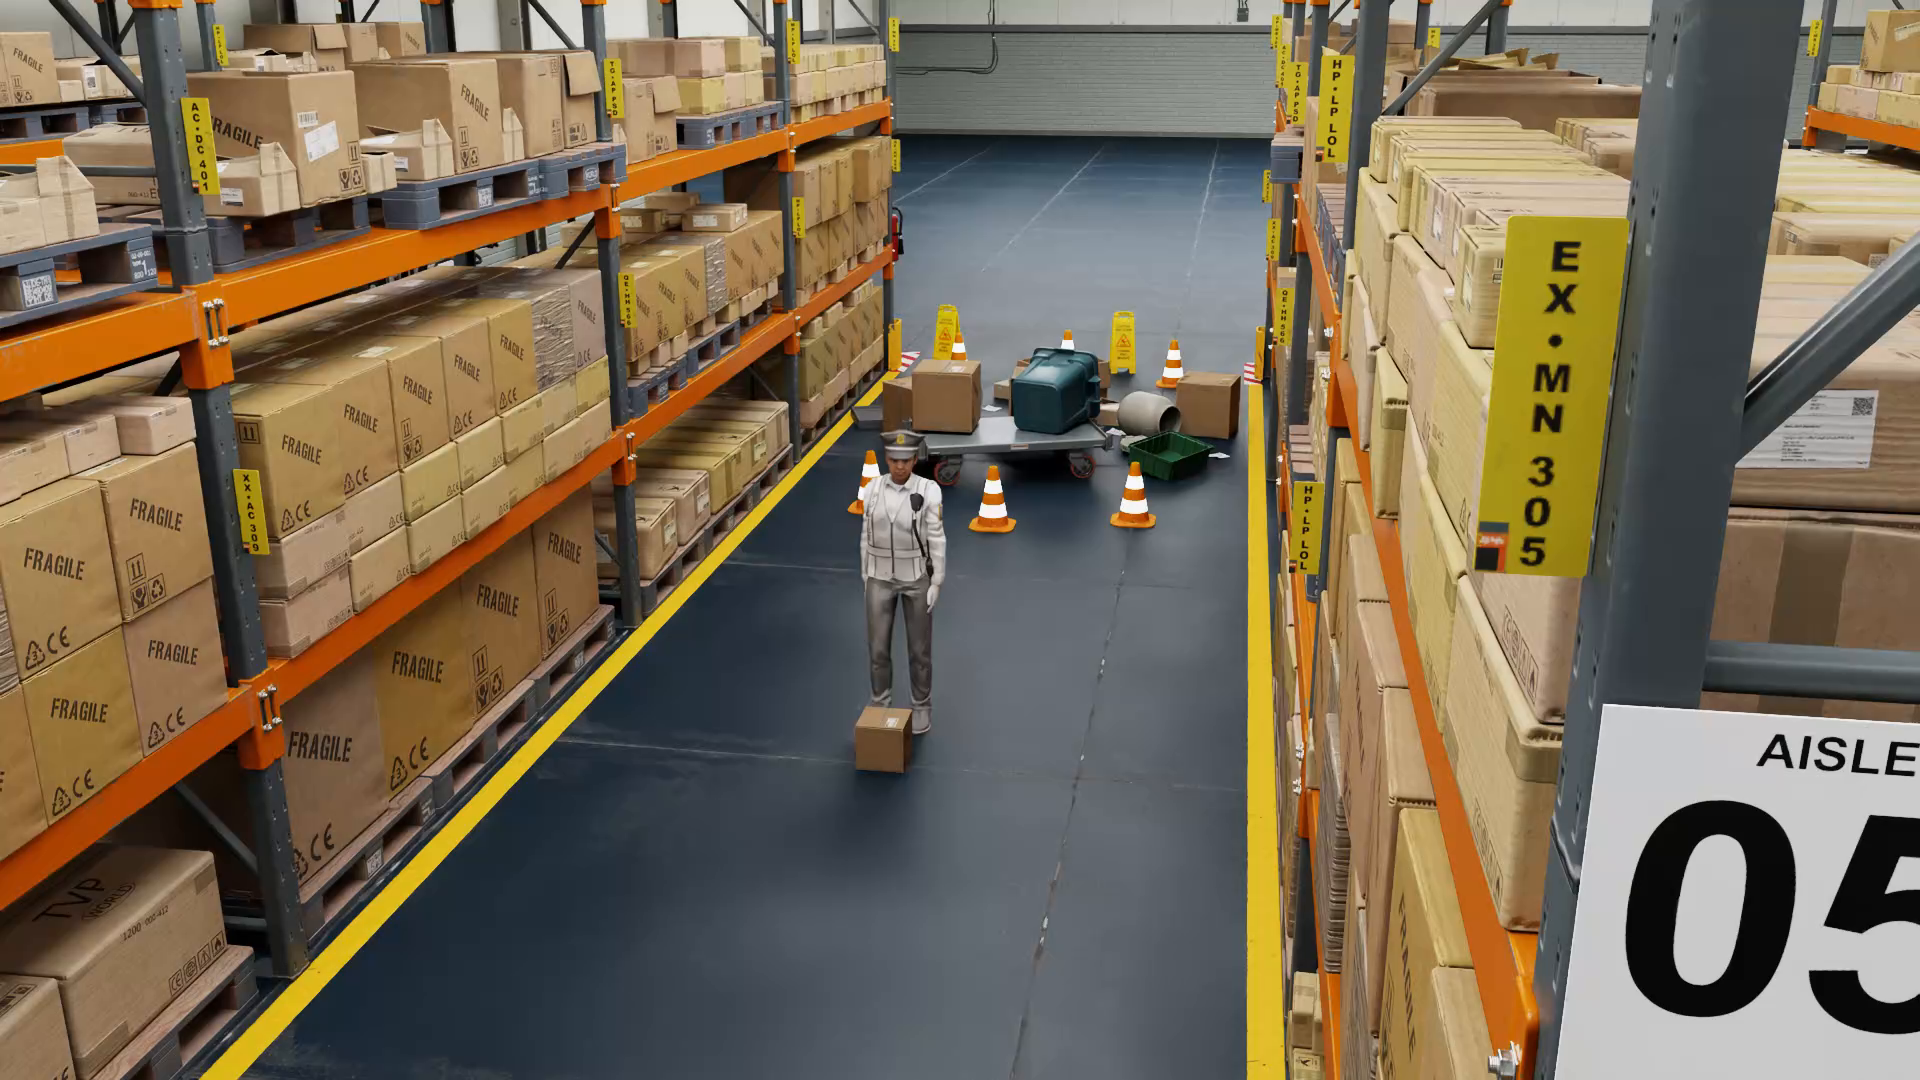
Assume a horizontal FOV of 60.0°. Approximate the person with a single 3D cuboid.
[{"bbox_3d":[-0.309,0.223,8.855,0.466,1.675,0.337,3,18,10],"label":"person"}]
